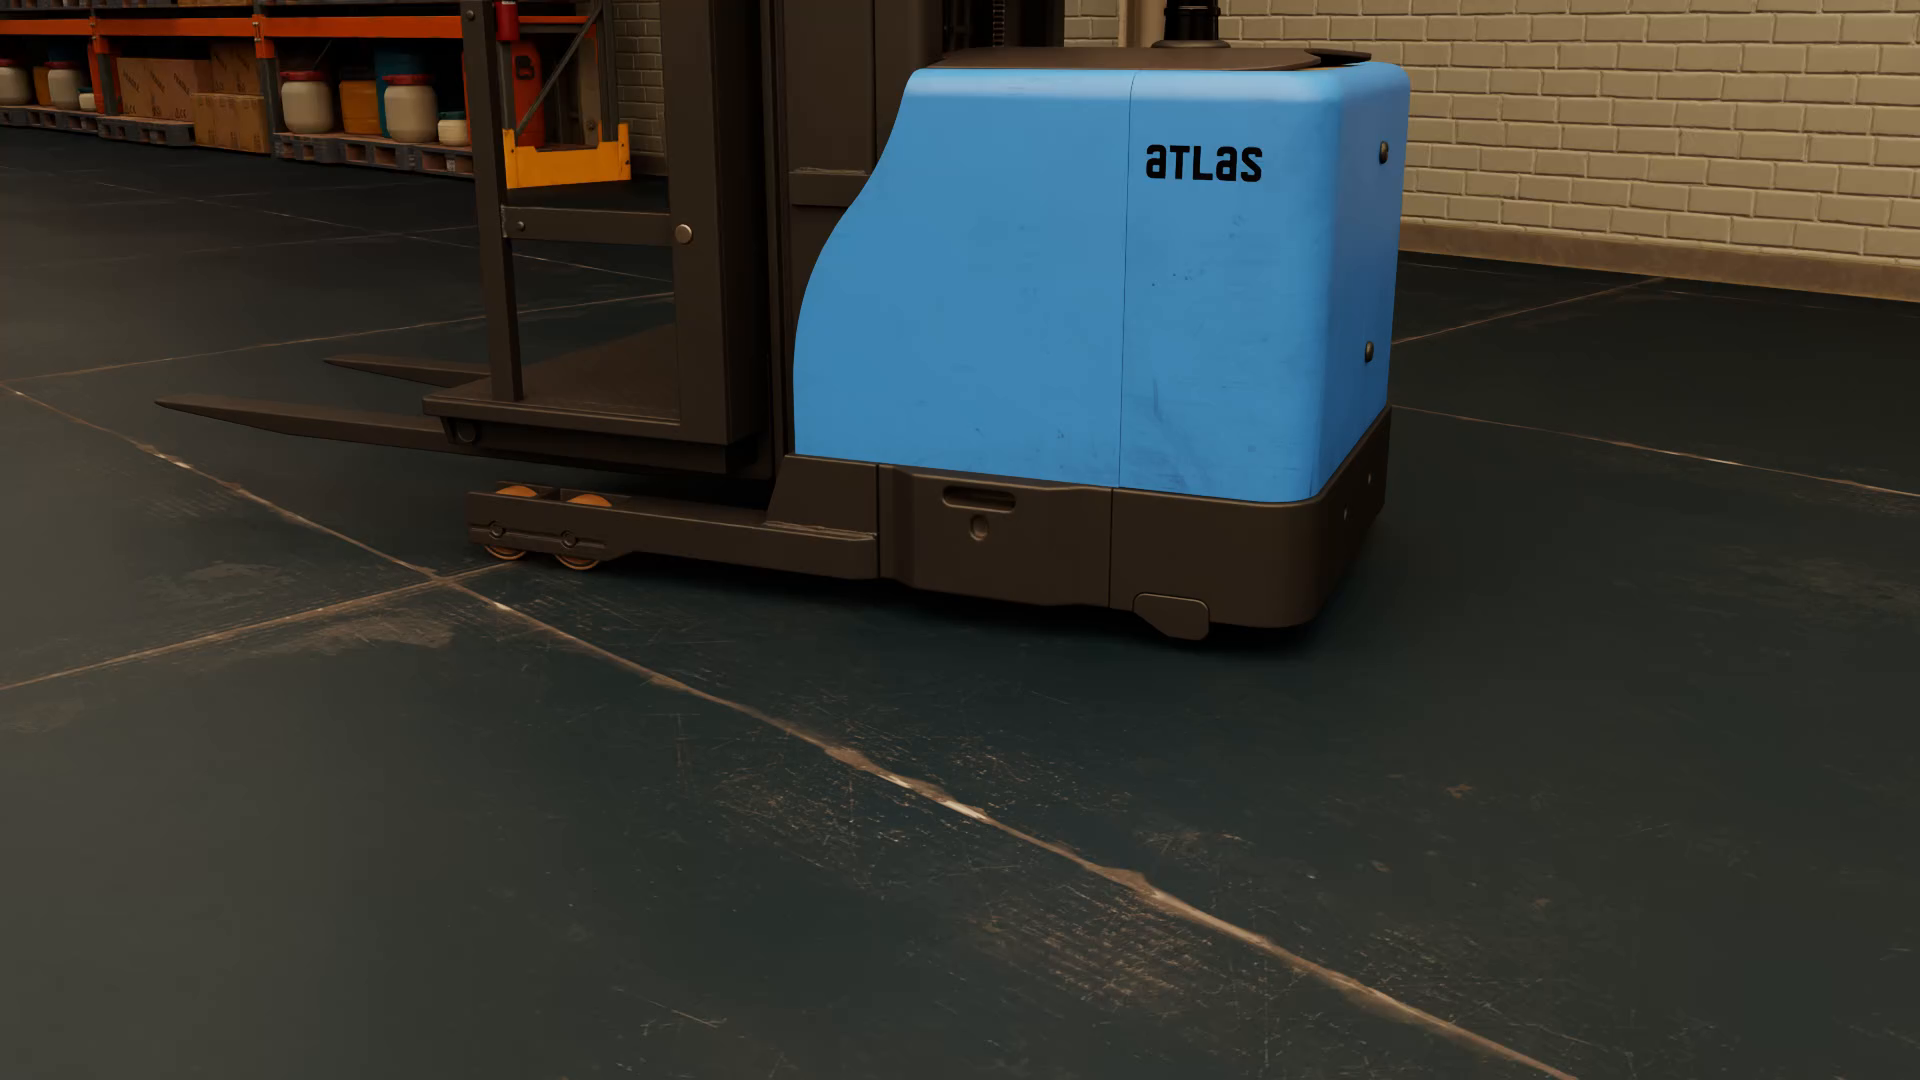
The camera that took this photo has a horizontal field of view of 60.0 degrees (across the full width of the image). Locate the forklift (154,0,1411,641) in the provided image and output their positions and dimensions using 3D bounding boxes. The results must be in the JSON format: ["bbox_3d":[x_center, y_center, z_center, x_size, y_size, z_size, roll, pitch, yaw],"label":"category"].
[{"bbox_3d":[-0.563,-1.469,3.684,3.031,2.935,1.130,7,18,21],"label":"forklift"}]
